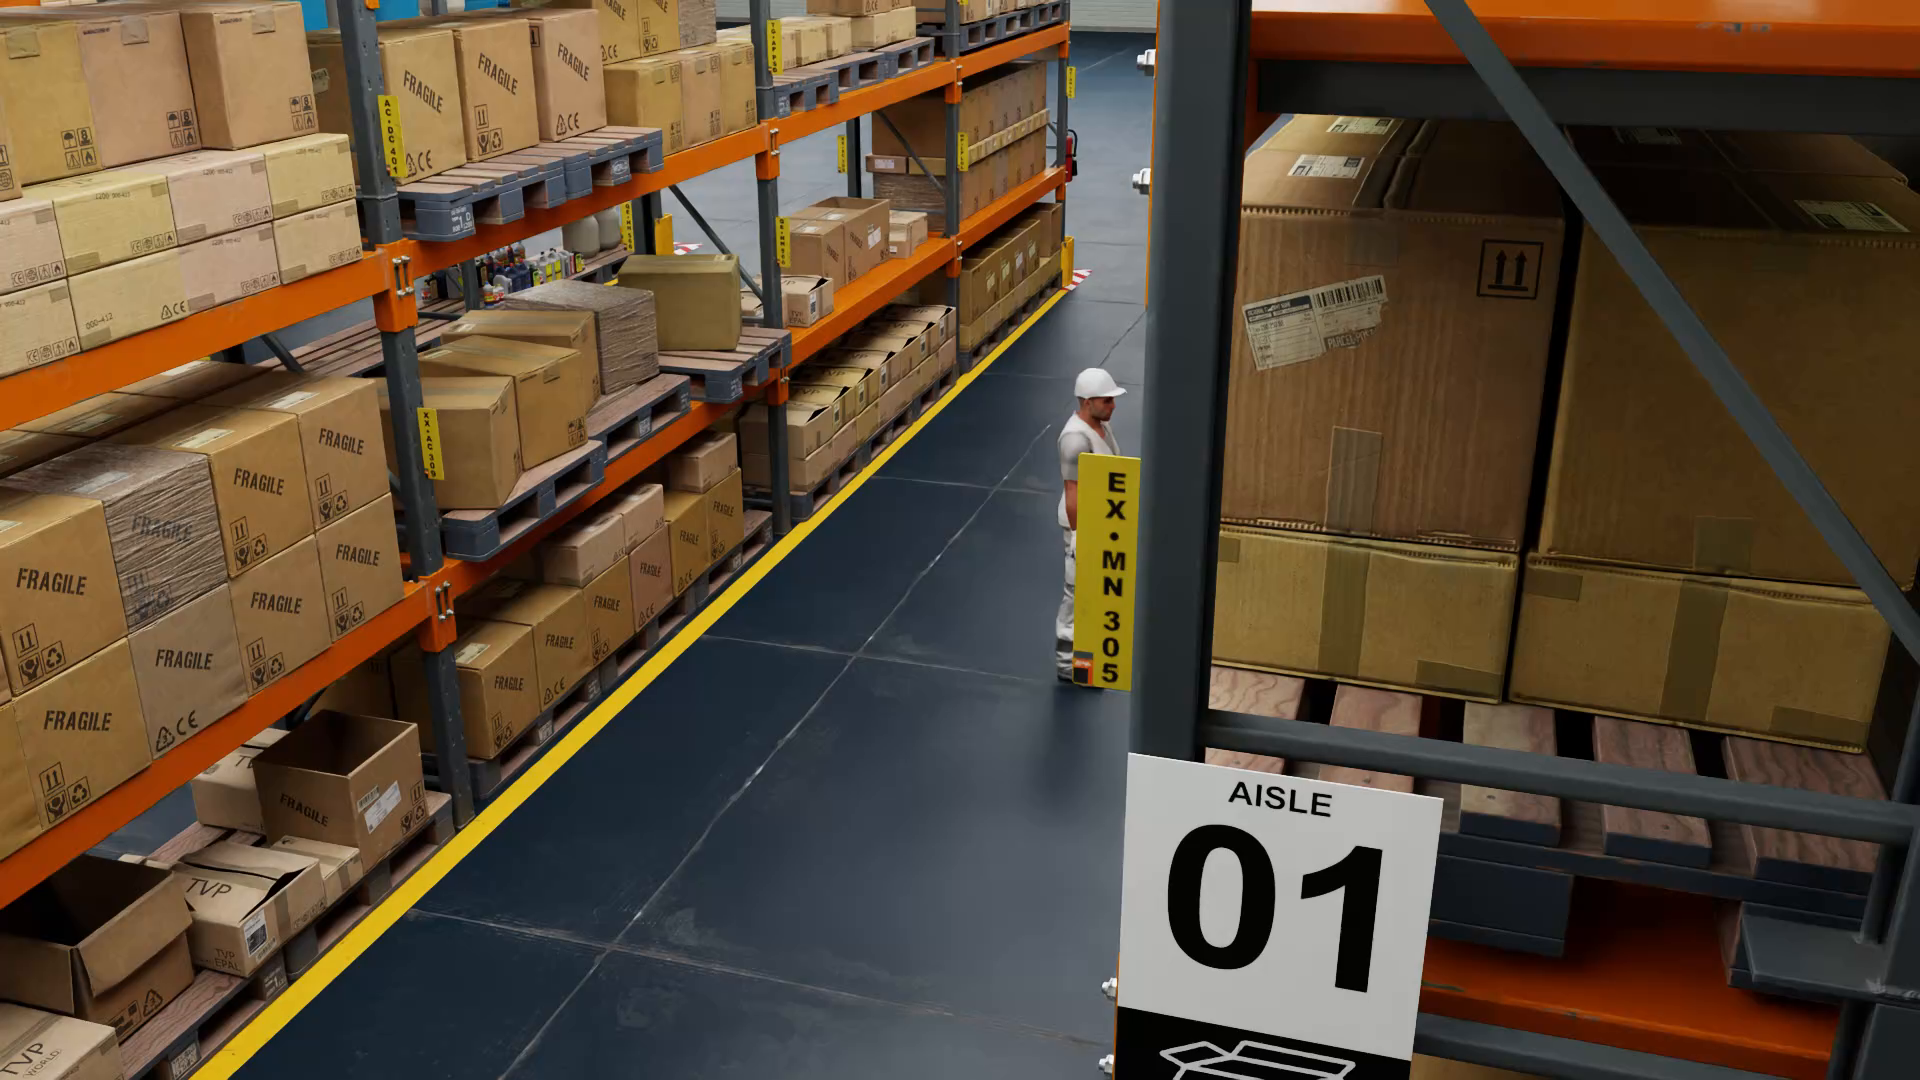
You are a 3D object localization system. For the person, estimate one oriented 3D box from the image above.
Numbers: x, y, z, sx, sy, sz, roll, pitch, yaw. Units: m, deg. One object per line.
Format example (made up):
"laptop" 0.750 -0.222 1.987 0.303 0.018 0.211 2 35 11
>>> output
"person" 0.729 -0.089 9.275 0.337 1.790 0.536 7 23 18
